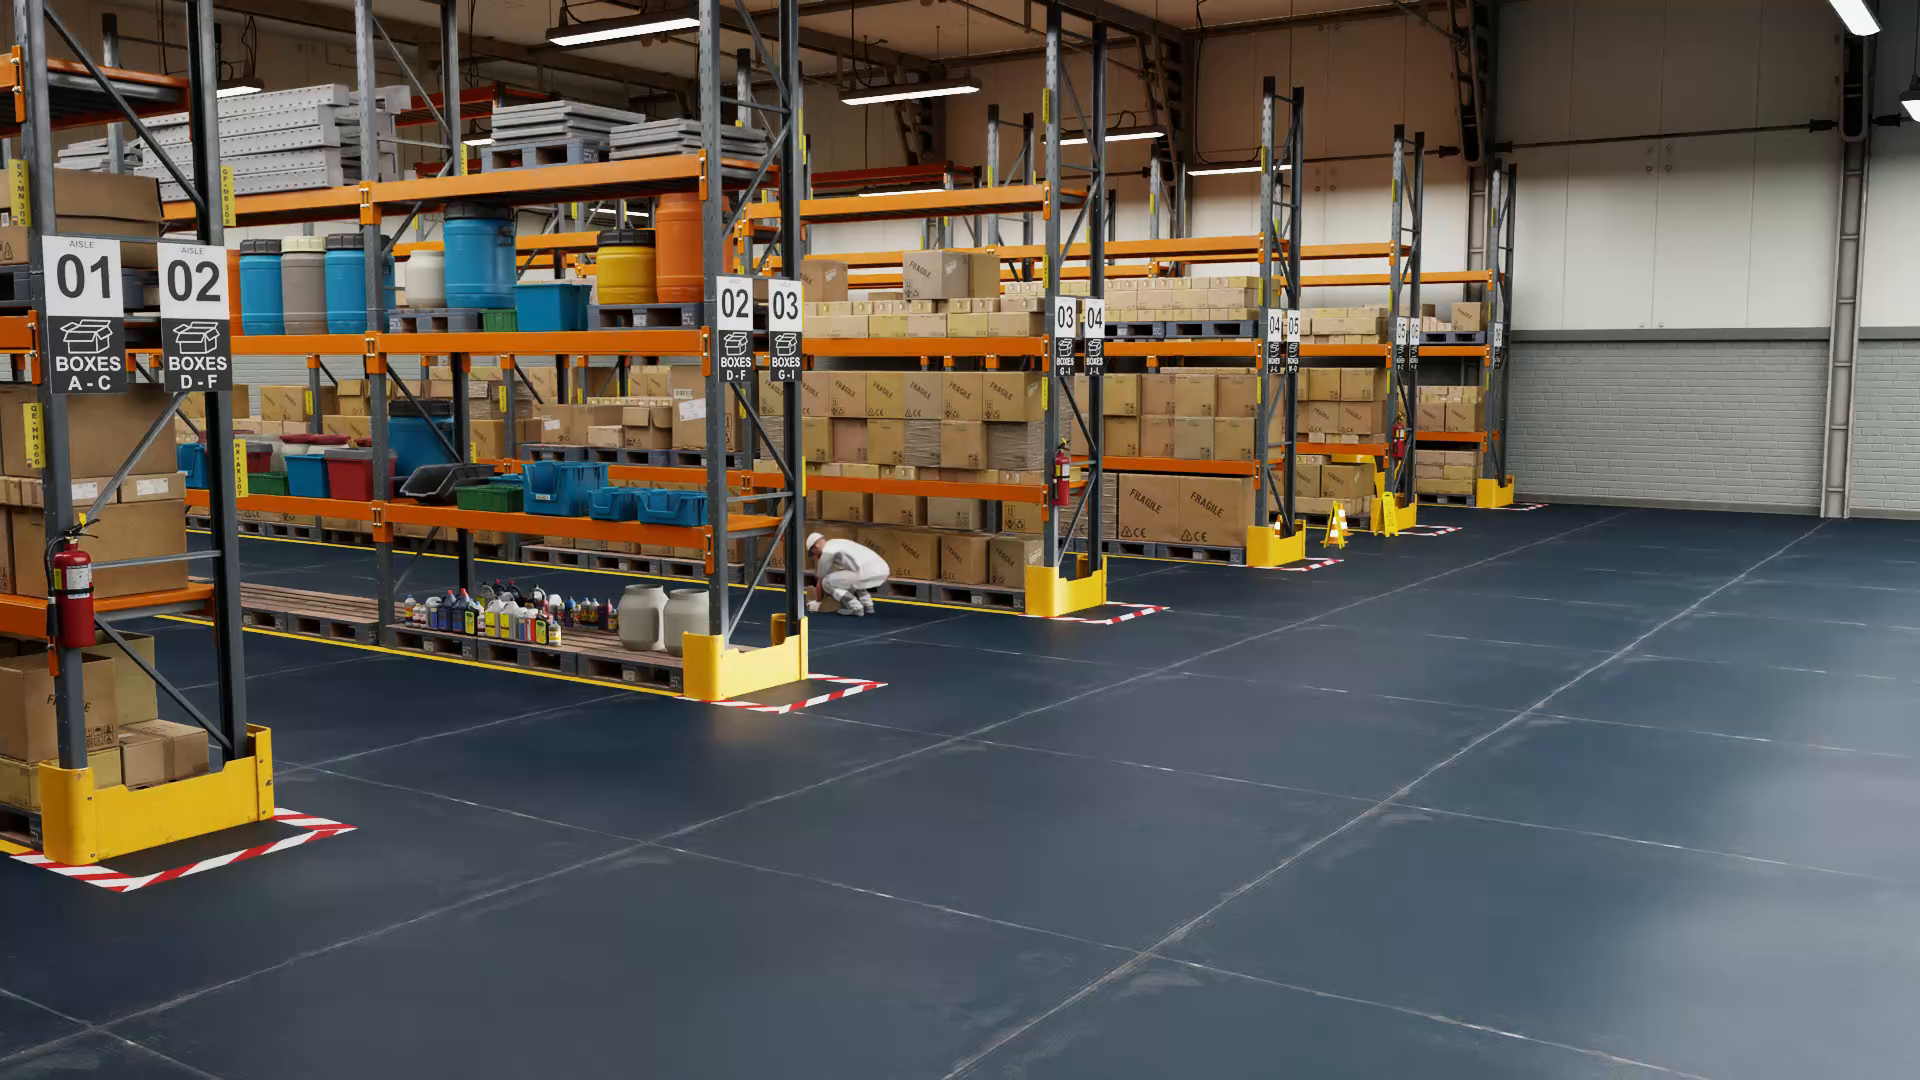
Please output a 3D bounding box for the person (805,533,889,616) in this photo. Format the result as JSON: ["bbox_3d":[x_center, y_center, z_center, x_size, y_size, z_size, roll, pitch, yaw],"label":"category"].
[{"bbox_3d":[-1.166,0.379,16.986,0.909,0.875,0.534,4,7,33],"label":"person"}]
